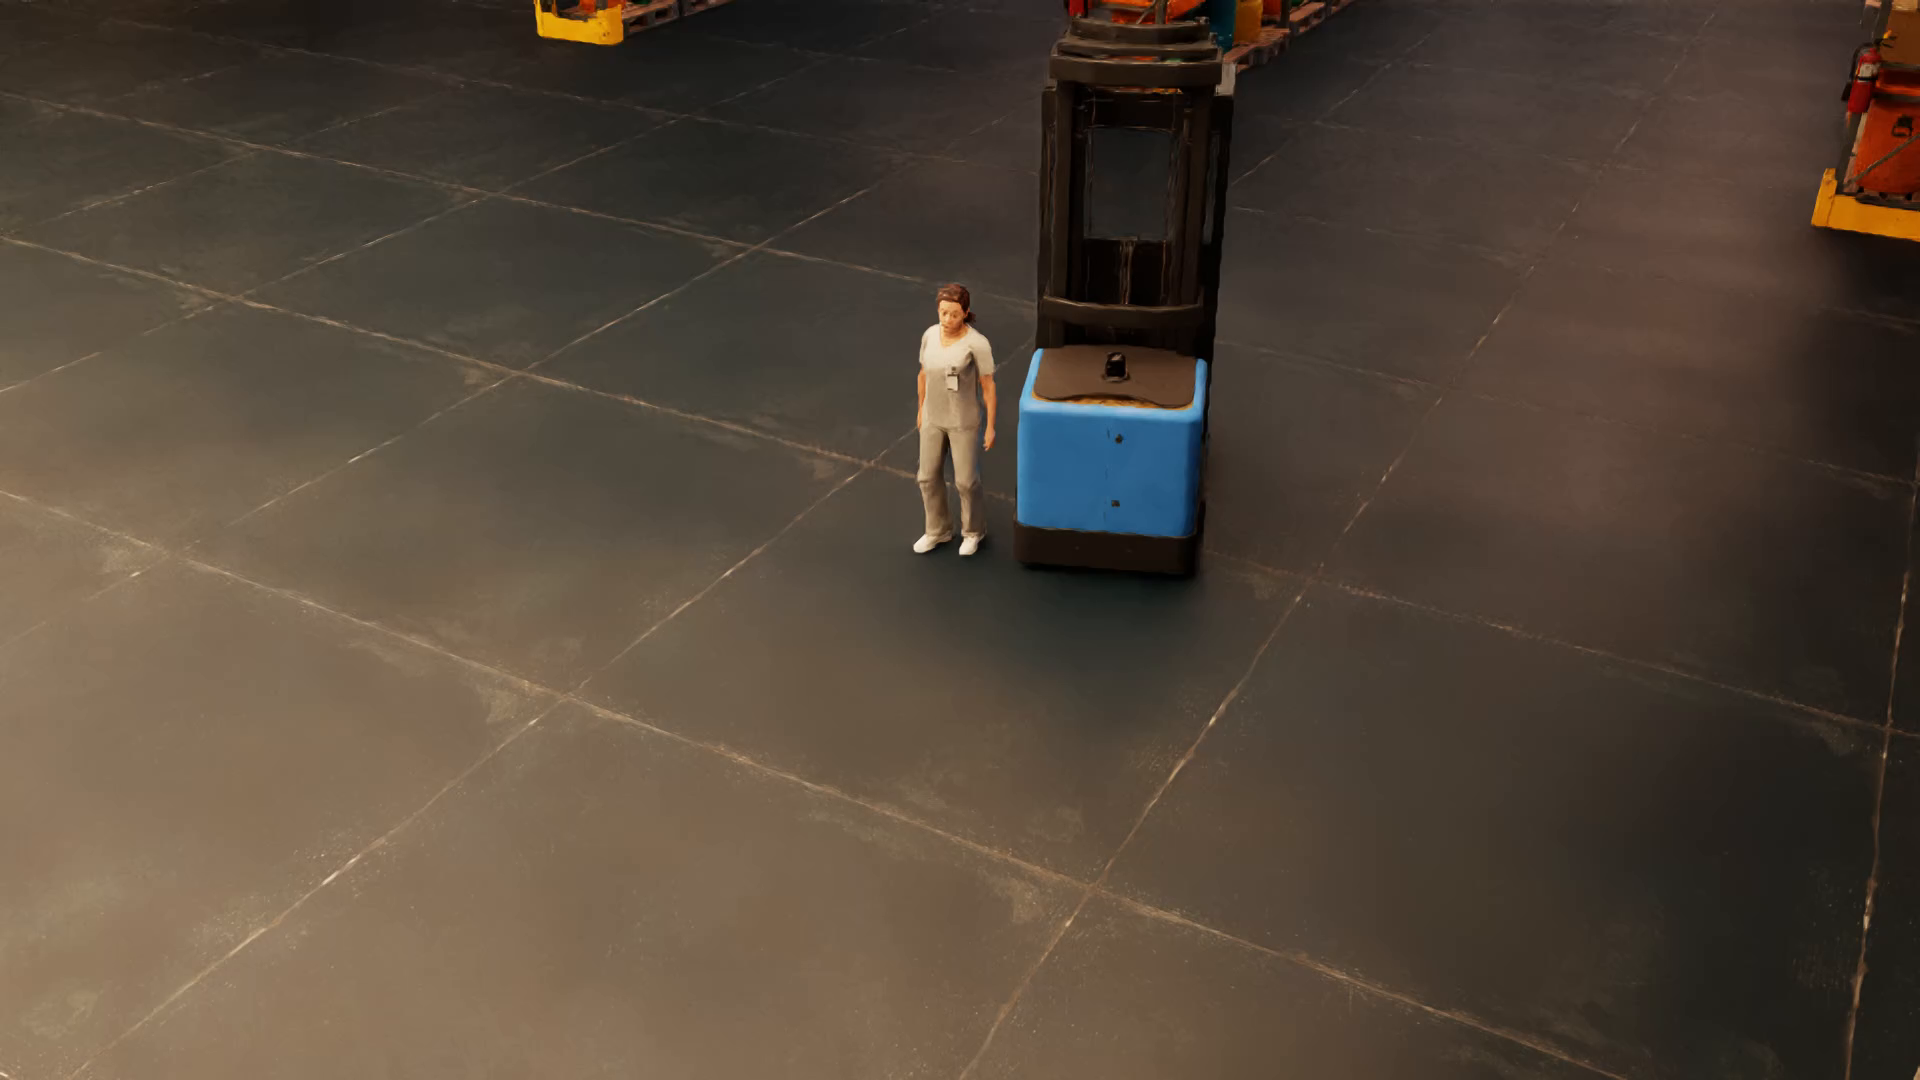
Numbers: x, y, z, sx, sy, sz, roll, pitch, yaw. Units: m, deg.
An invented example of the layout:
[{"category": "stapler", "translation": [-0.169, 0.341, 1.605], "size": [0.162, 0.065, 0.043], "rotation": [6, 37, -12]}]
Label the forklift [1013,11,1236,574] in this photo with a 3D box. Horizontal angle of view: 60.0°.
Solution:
[{"category": "forklift", "translation": [1.051, -1.791, 10.174], "size": [1.130, 2.935, 3.031], "rotation": [4, 30, 8]}]

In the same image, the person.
[{"category": "person", "translation": [-0.020, -0.678, 9.530], "size": [0.545, 1.668, 0.398], "rotation": [13, 32, 21]}]
